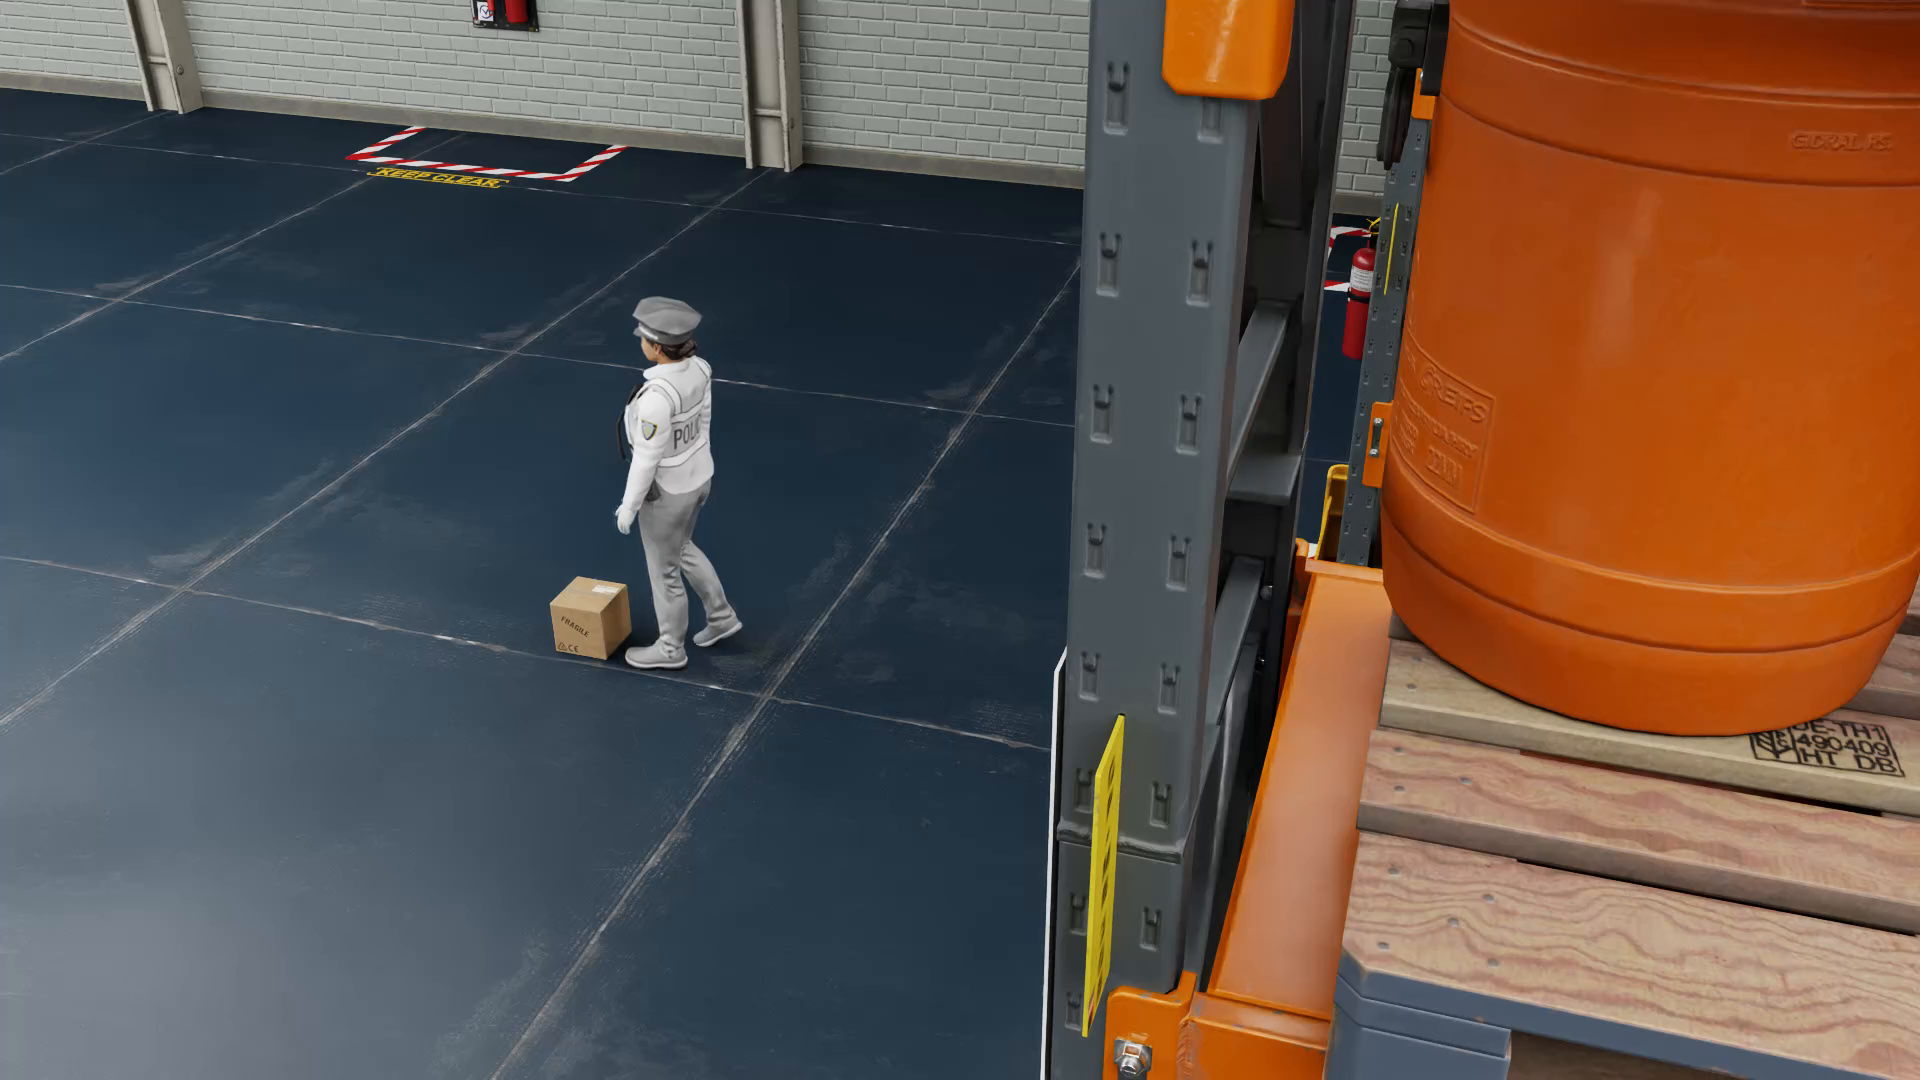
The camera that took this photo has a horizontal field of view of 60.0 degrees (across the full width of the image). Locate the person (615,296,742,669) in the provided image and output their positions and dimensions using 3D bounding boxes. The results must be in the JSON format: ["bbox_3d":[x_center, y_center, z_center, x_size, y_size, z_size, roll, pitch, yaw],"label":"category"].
[{"bbox_3d":[-1.233,-0.199,6.983,0.458,1.720,0.492,9,31,15],"label":"person"}]
